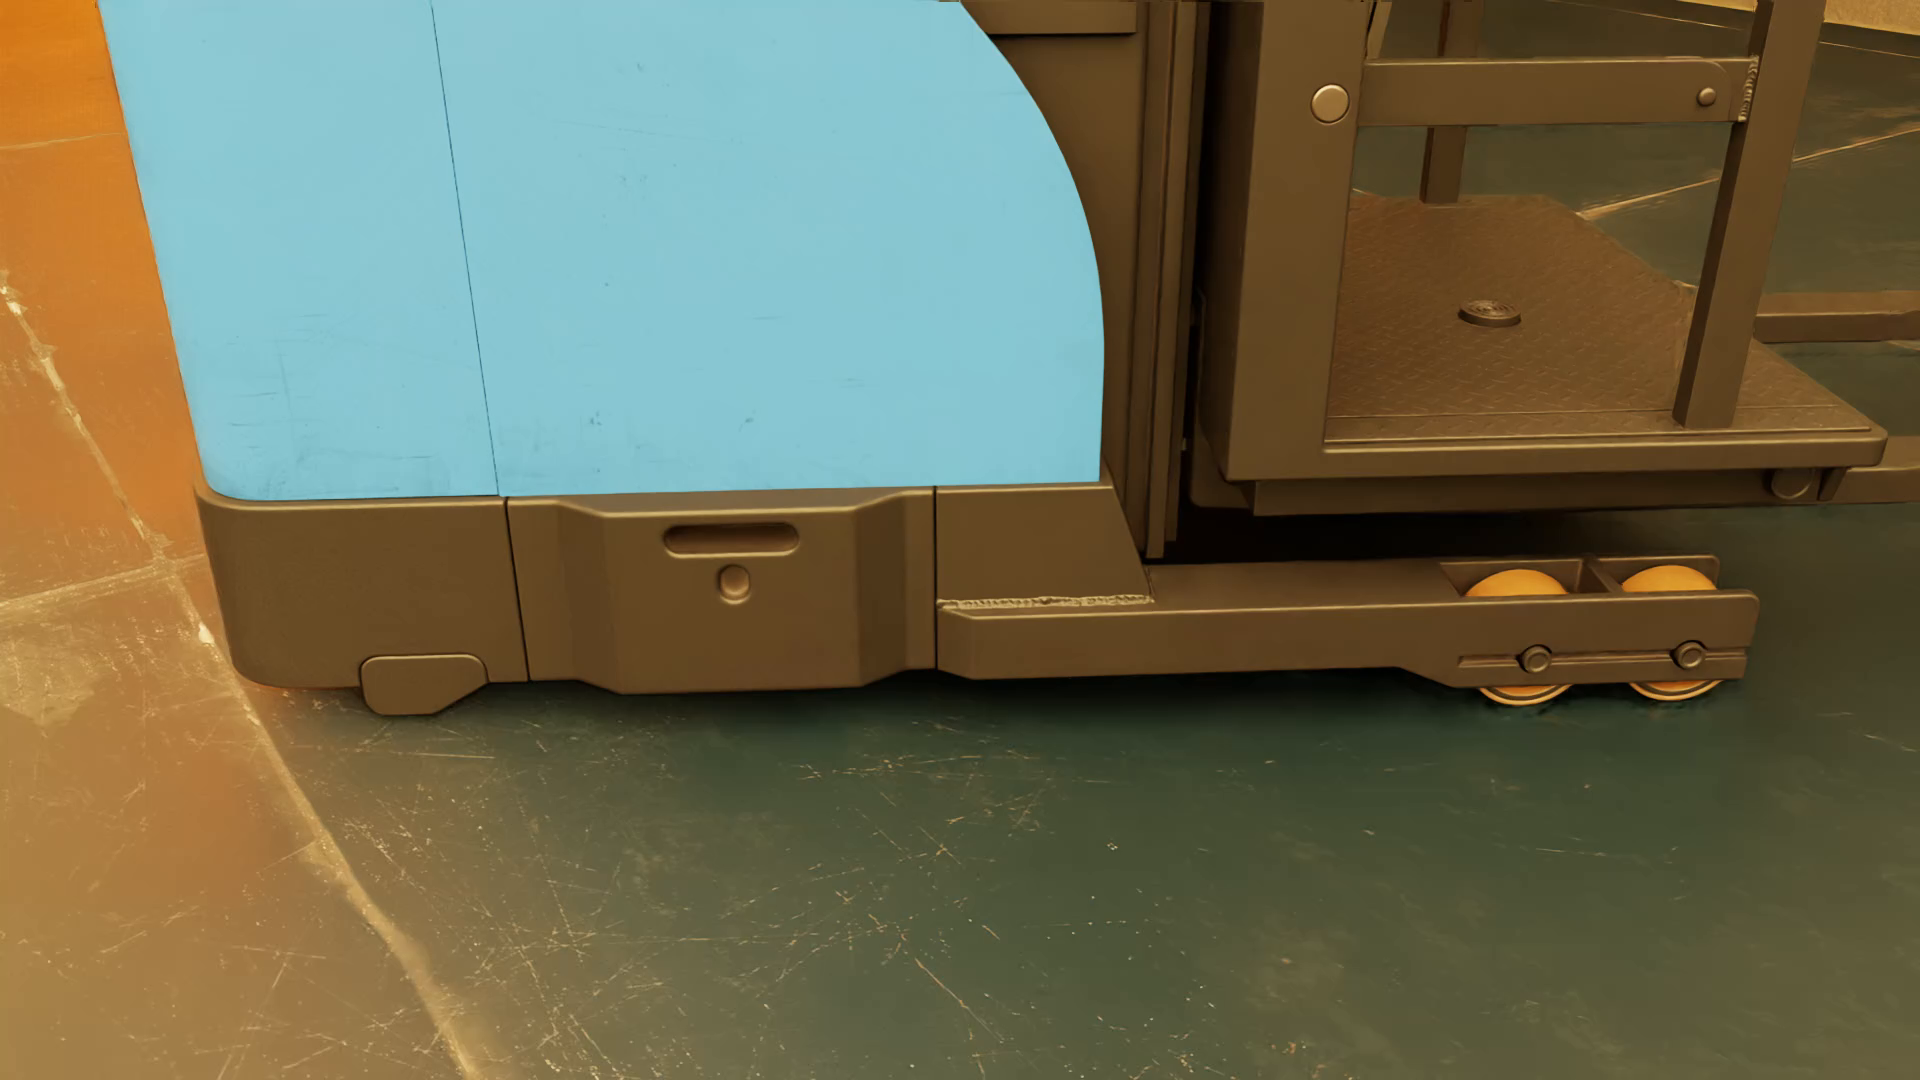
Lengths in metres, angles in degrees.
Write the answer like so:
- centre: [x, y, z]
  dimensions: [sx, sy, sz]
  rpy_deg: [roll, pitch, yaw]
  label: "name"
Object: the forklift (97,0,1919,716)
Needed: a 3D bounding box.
- centre: [0.585, -1.340, 1.902]
  dimensions: [3.031, 2.935, 1.130]
  rpy_deg: [-2, 27, -3]
  label: "forklift"
